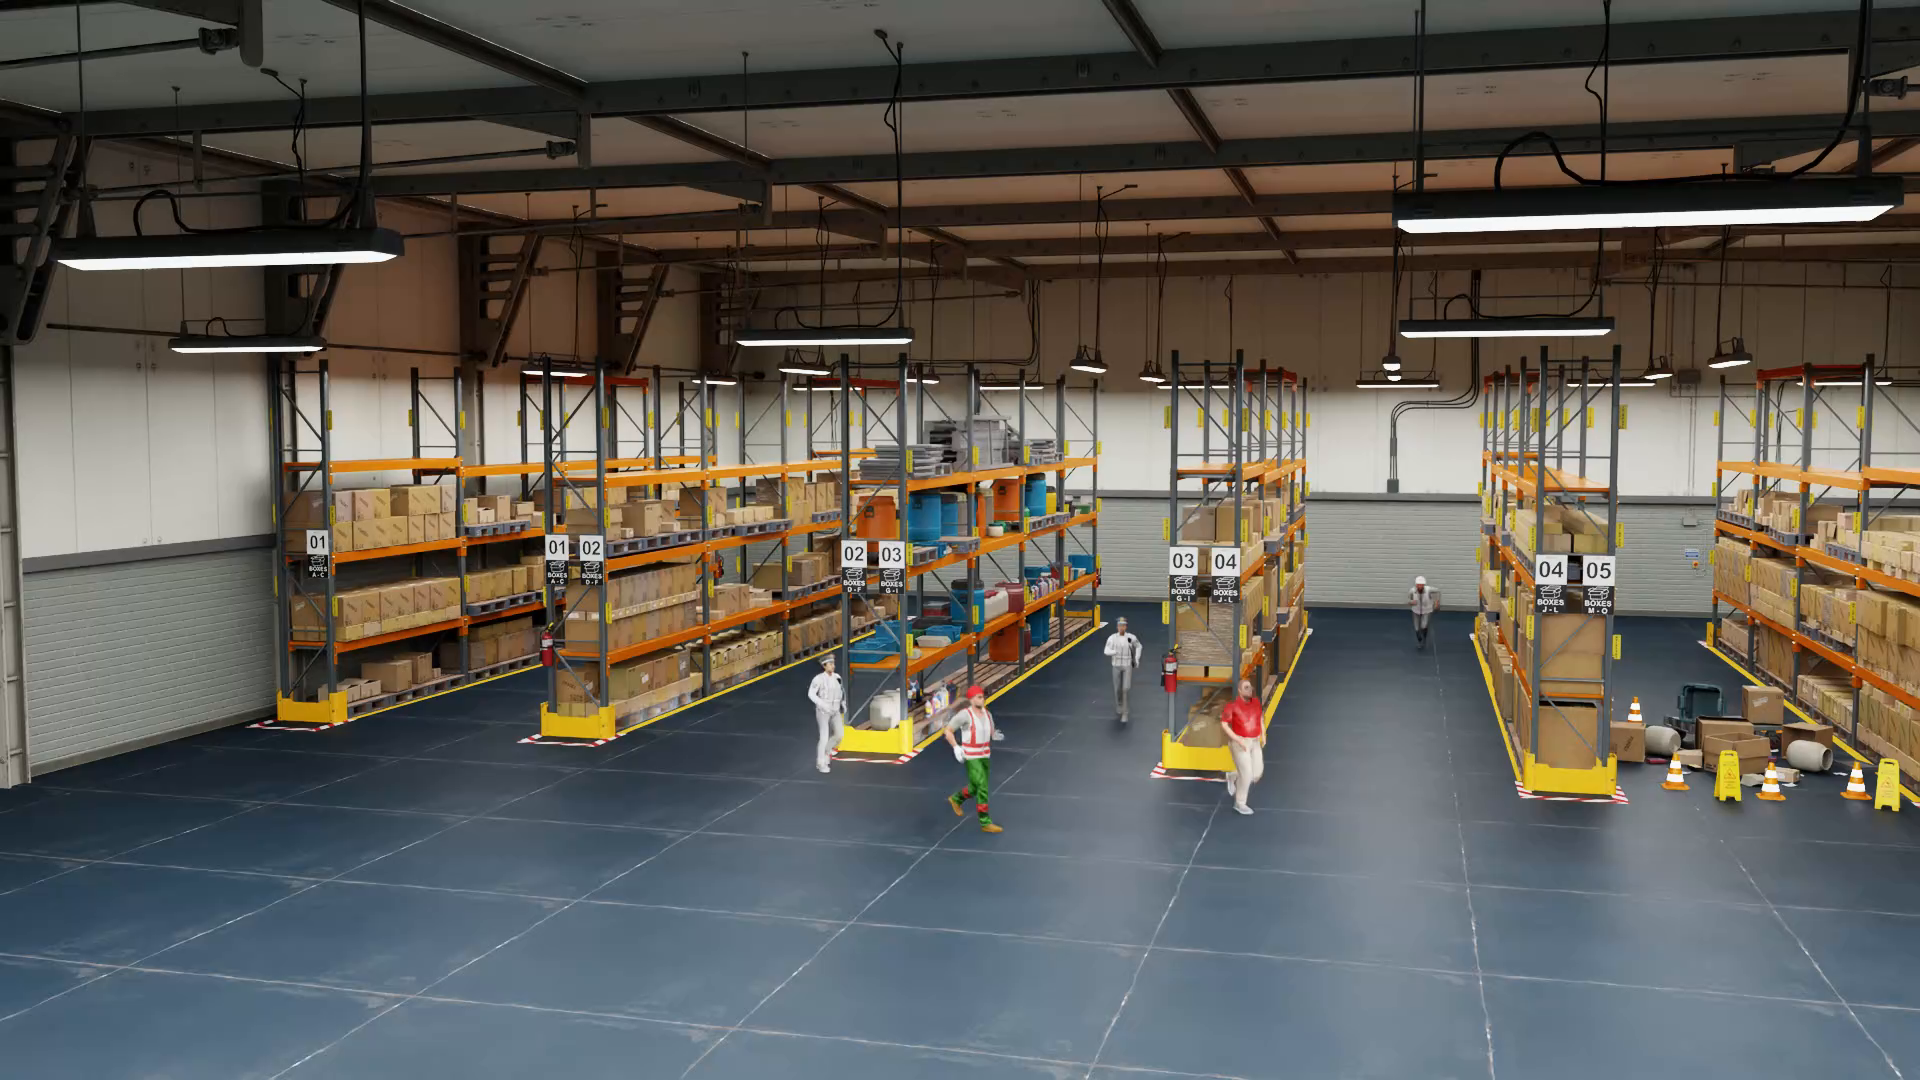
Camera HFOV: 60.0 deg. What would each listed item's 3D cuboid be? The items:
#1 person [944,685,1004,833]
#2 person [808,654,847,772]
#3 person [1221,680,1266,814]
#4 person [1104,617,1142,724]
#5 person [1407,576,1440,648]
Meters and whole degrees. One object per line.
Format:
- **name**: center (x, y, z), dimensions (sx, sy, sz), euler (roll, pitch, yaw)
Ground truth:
- **person**: center (0.167, 2.648, 20.272), dimensions (0.896, 1.767, 0.660), euler (4, 6, 43)
- **person**: center (-1.857, 2.468, 23.808), dimensions (0.669, 1.676, 0.497), euler (-3, 5, -34)
- **person**: center (3.626, 2.629, 21.340), dimensions (0.686, 1.702, 0.644), euler (-2, 5, -29)
- **person**: center (2.718, 2.146, 27.811), dimensions (0.590, 1.736, 0.824), euler (1, 4, 12)
- **person**: center (10.105, 1.577, 36.254), dimensions (0.682, 1.616, 0.924), euler (2, 4, 22)
